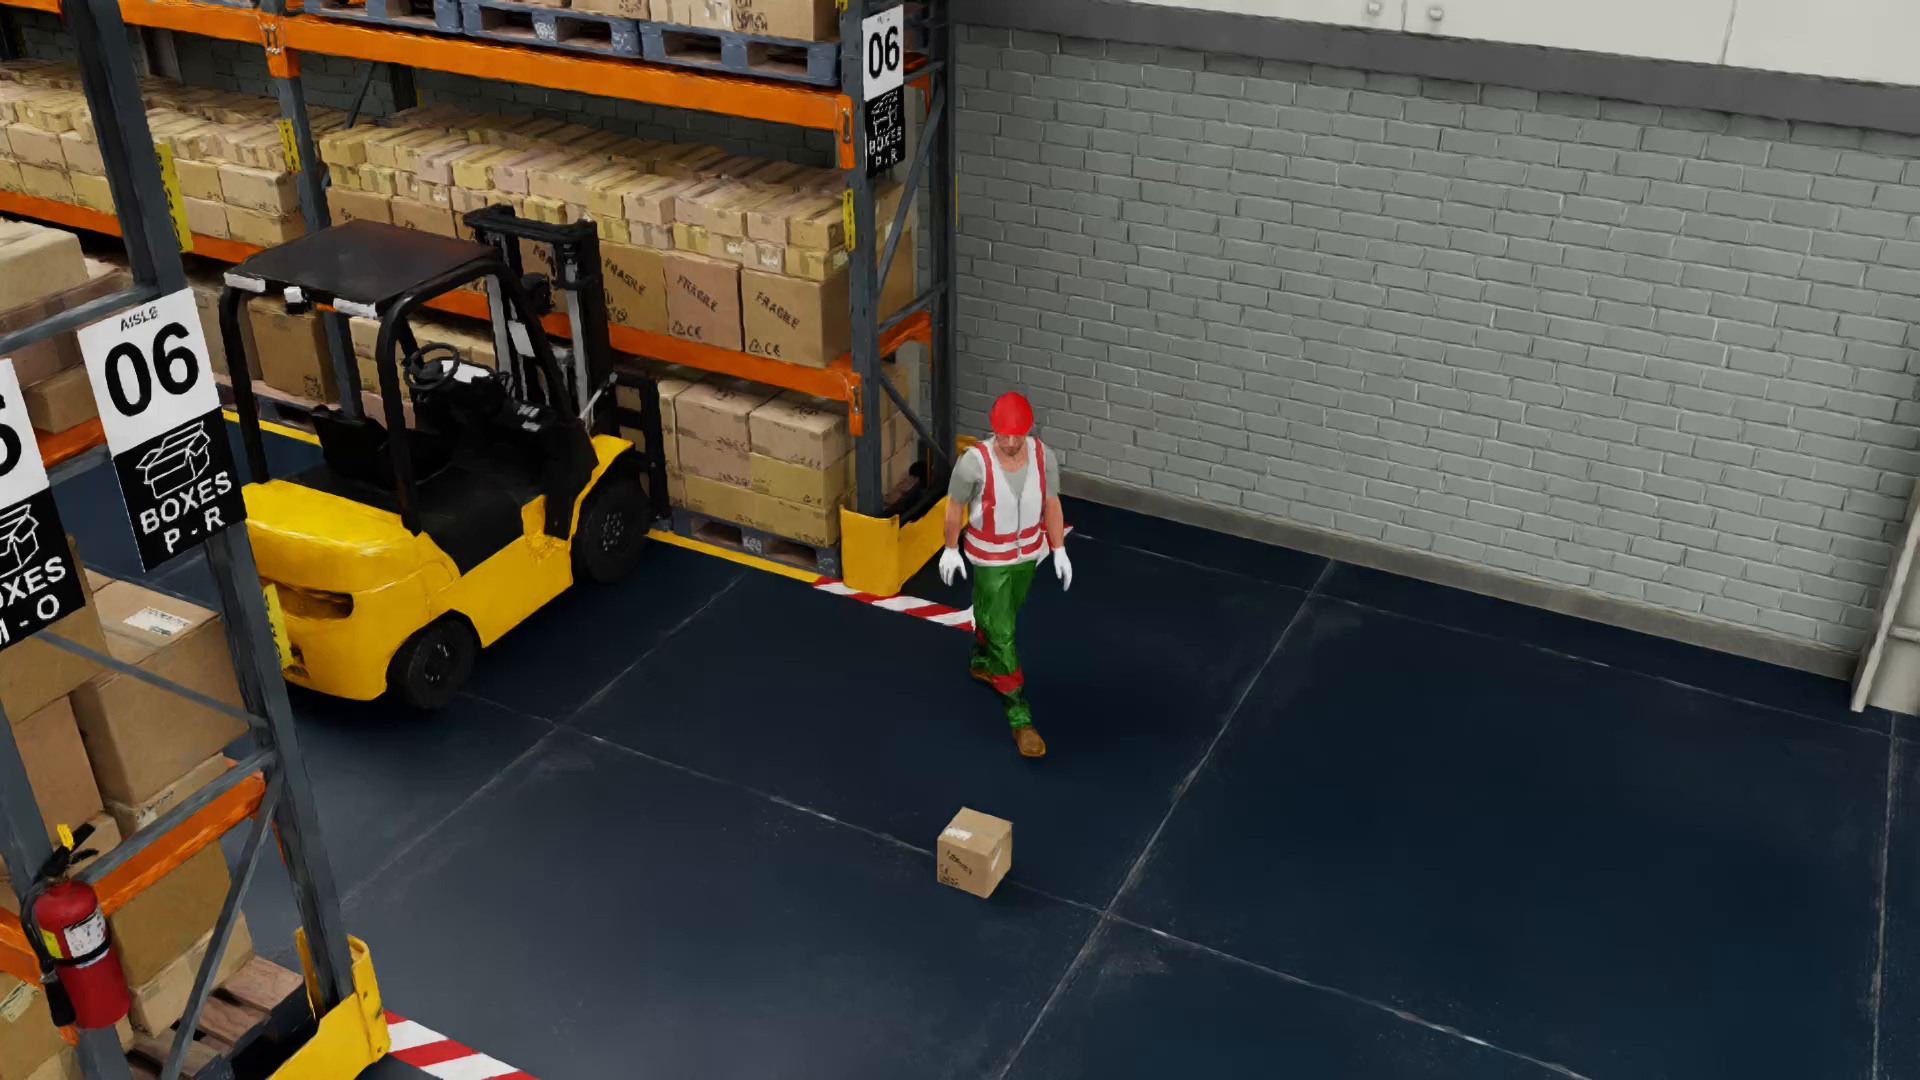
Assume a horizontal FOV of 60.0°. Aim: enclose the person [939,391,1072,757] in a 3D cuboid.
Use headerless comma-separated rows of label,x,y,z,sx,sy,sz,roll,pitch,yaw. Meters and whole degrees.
person,0.278,0.118,8.028,0.567,1.753,0.876,-17,34,-27
